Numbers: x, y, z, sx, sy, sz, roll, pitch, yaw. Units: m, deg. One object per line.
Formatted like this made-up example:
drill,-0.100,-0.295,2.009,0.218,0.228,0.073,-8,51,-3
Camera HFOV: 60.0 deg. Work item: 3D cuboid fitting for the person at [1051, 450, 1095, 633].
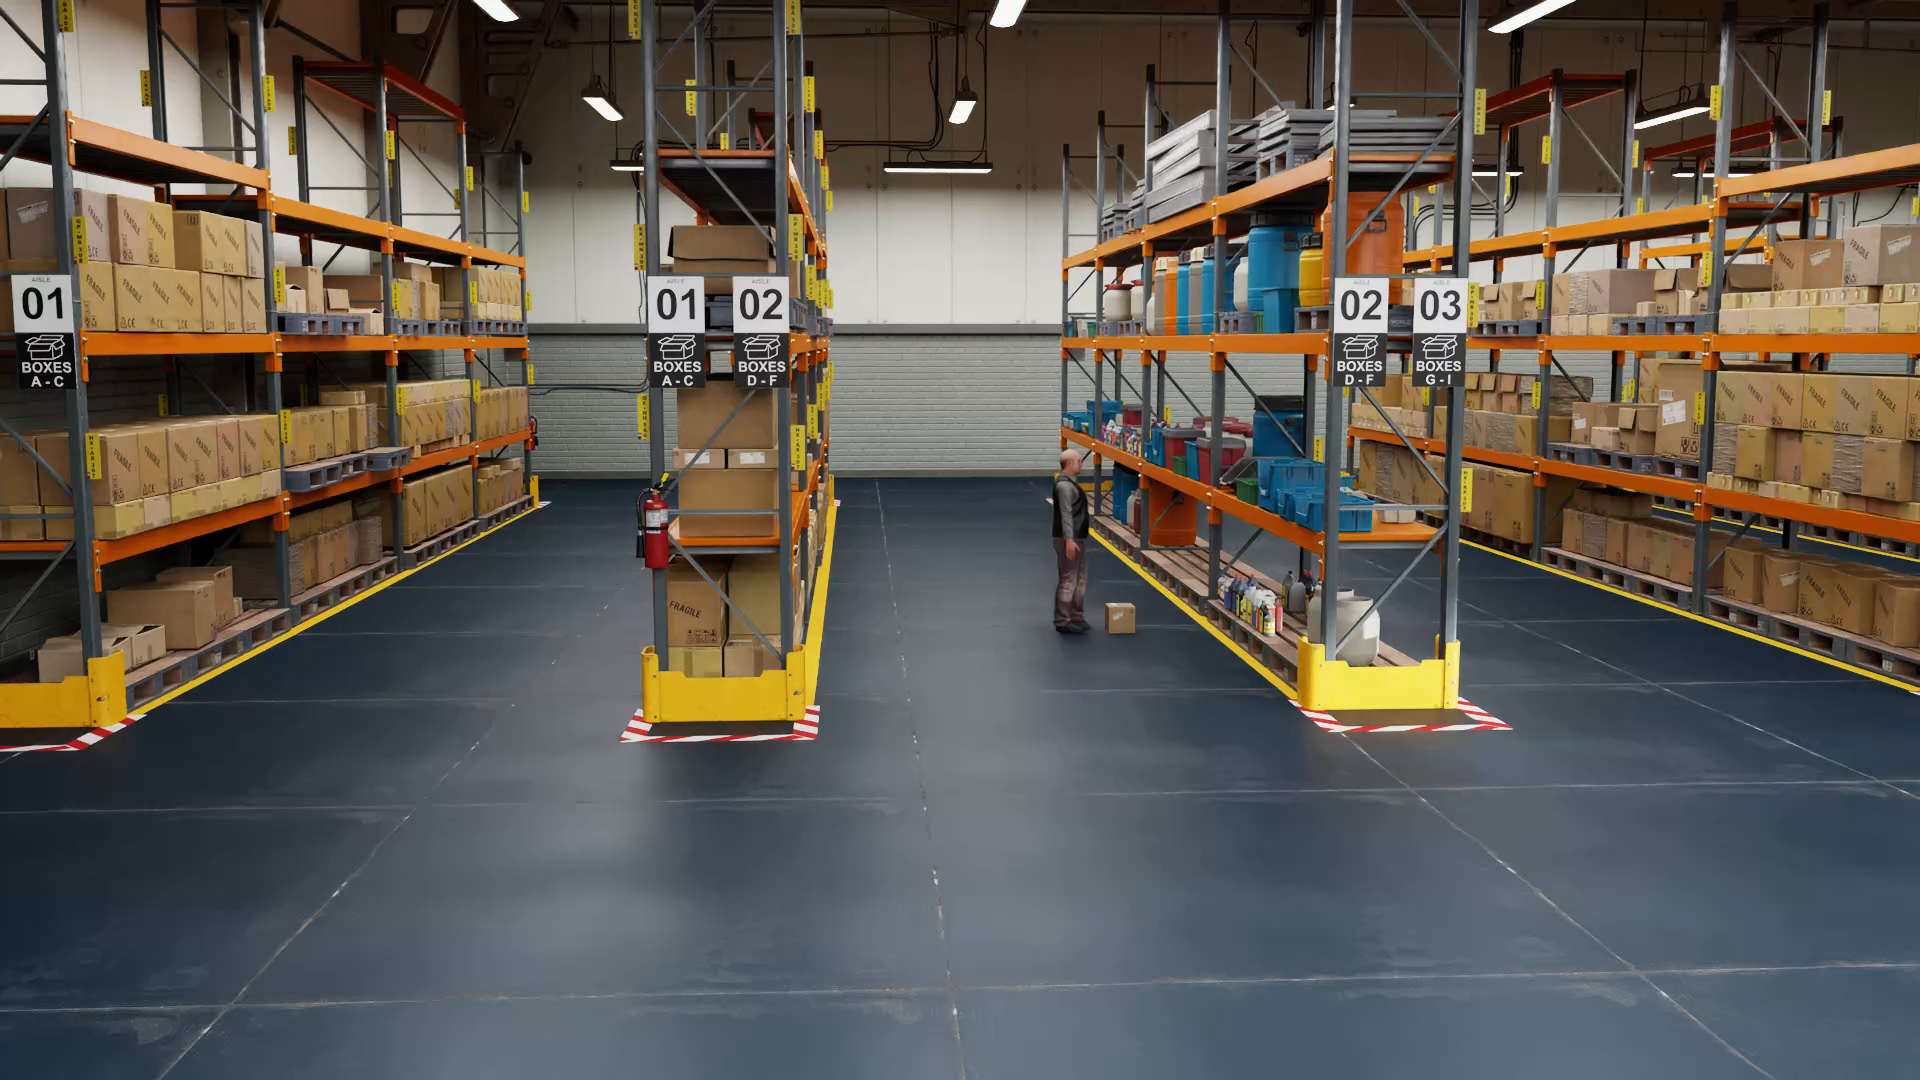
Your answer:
person,1.081,0.038,15.688,0.443,1.779,0.579,1,7,6
